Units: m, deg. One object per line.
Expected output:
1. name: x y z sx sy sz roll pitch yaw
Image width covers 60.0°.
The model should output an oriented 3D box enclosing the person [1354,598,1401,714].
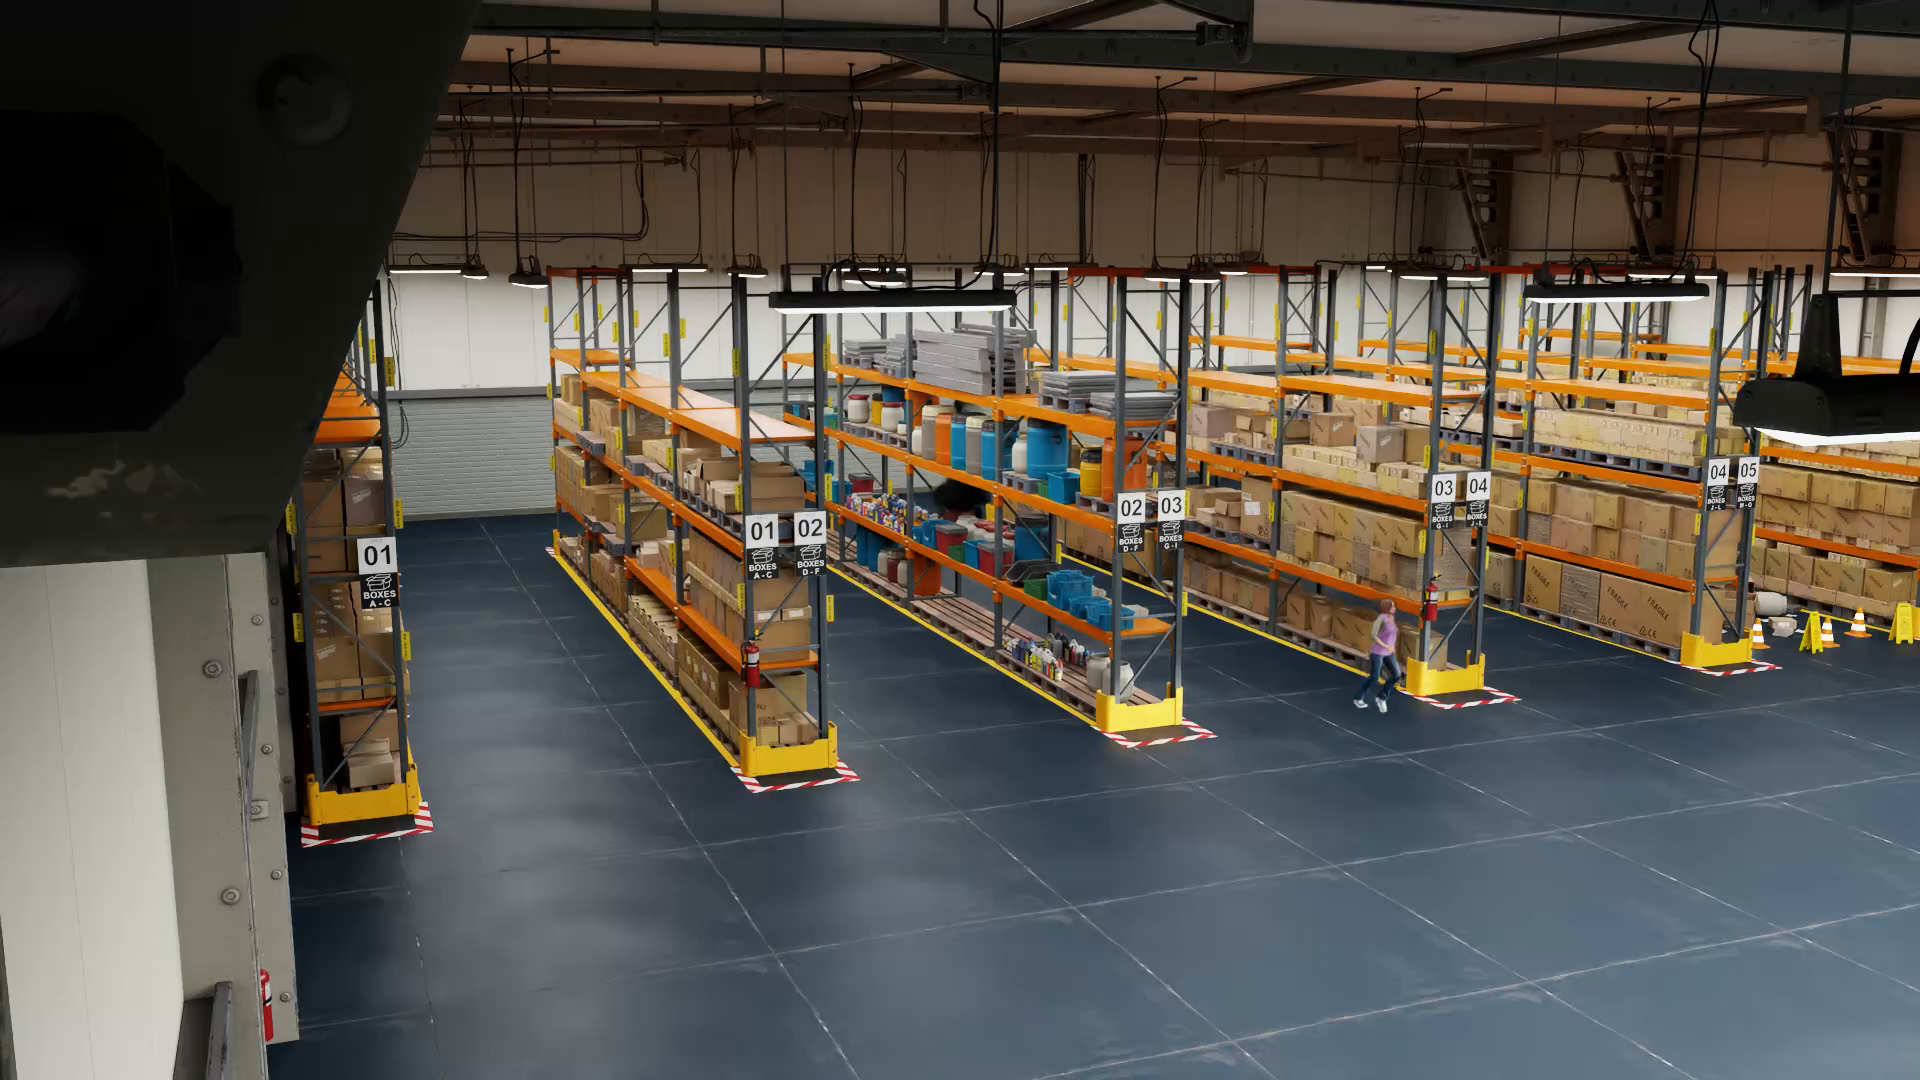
1. person: 5.861 1.592 23.072 0.604 1.584 0.602 -9 13 -41
